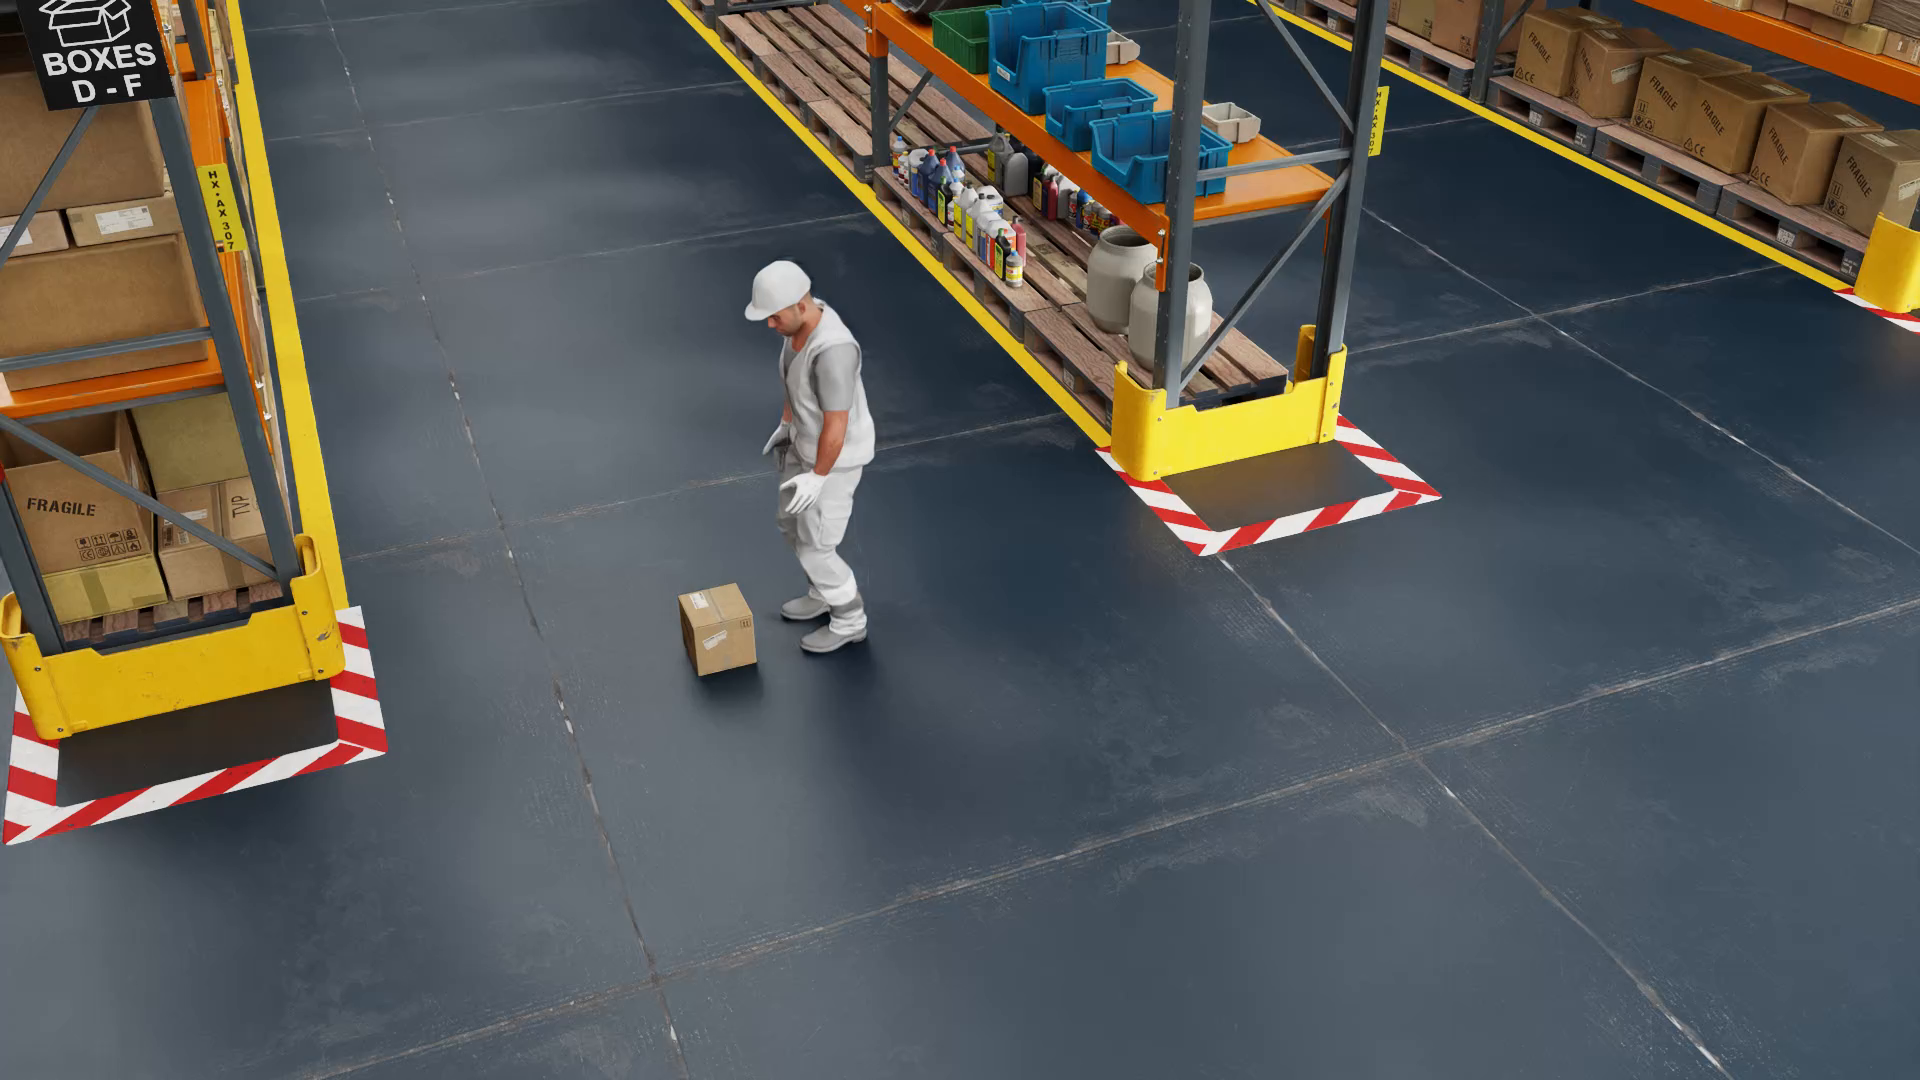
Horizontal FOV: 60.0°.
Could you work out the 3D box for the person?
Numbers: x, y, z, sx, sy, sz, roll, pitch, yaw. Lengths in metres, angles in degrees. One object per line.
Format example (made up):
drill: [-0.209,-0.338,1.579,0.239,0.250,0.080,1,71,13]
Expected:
person: [-0.585,-0.329,6.683,0.477,1.724,0.547,-12,35,-18]
